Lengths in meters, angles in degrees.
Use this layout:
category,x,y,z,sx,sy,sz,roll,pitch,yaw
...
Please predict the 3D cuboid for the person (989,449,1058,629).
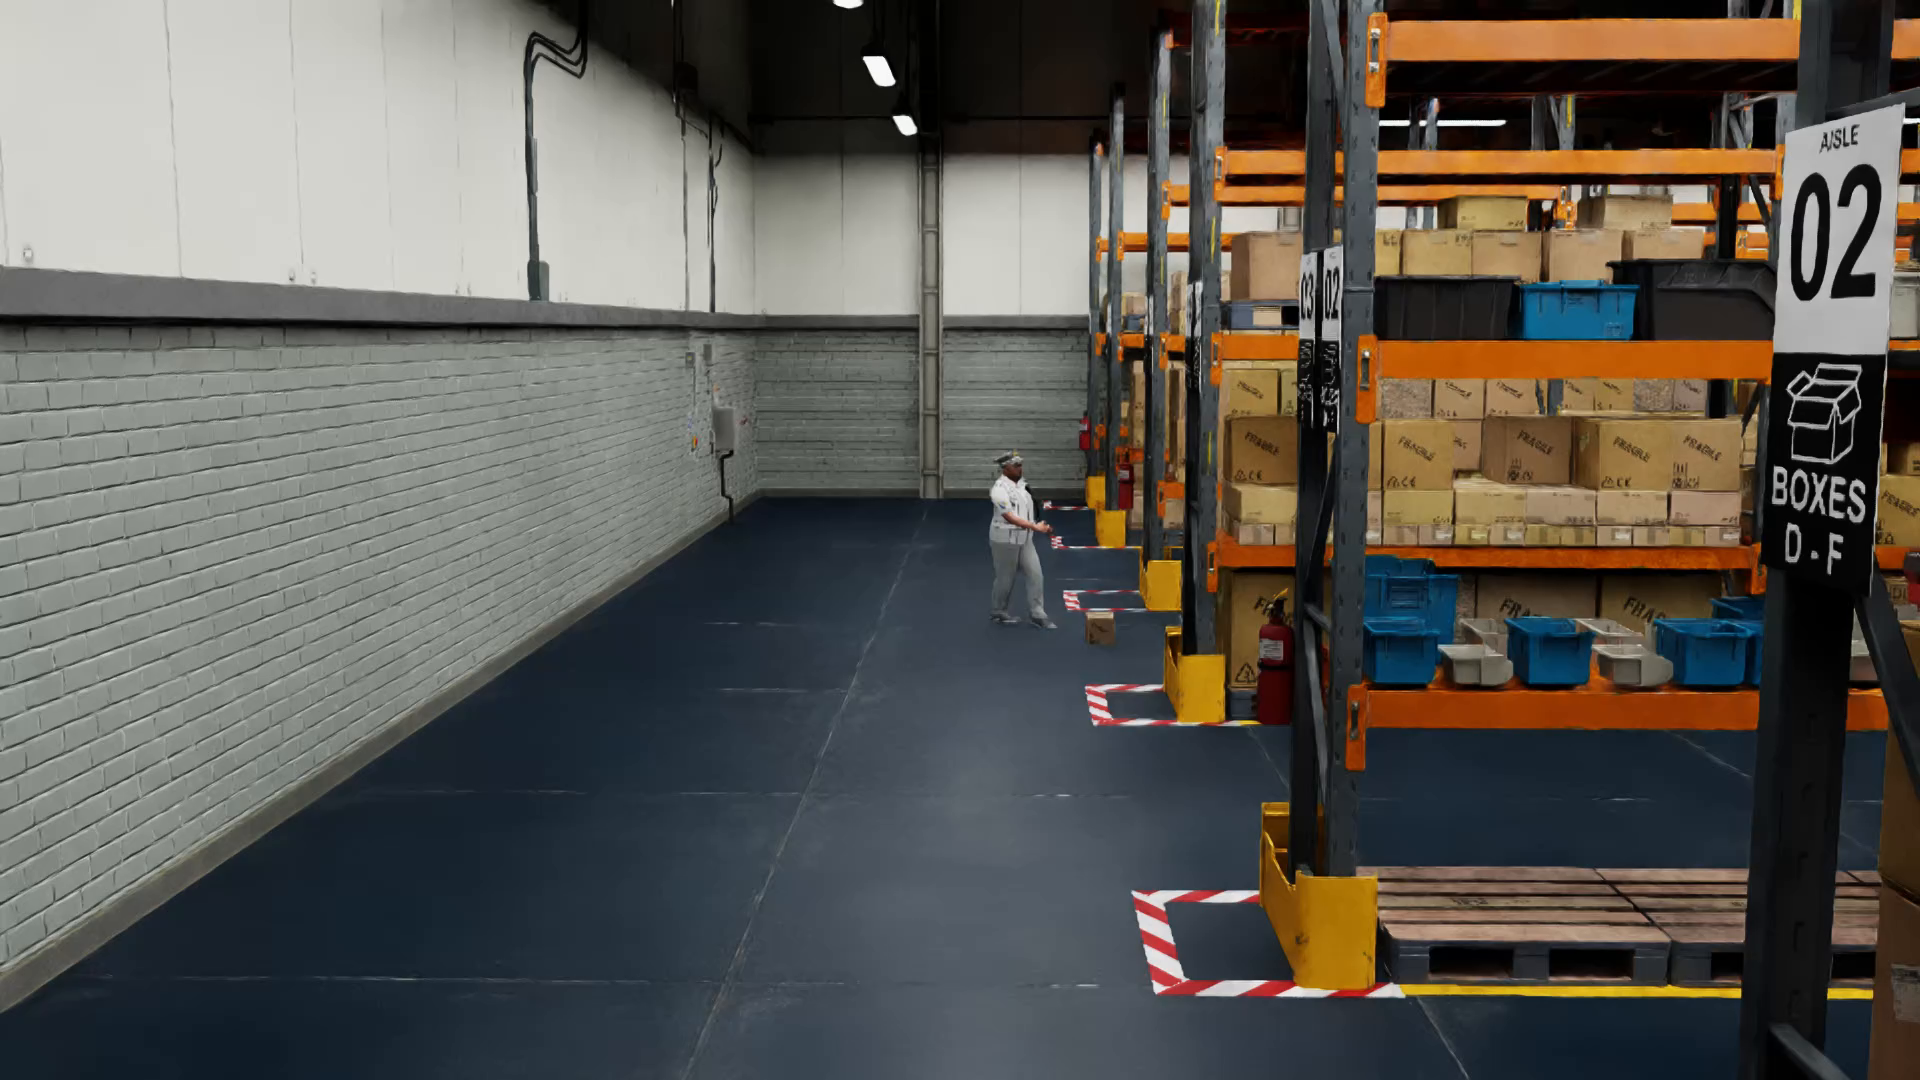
category,x,y,z,sx,sy,sz,roll,pitch,yaw
person,0.593,0.010,15.990,0.784,1.793,0.733,6,10,41
